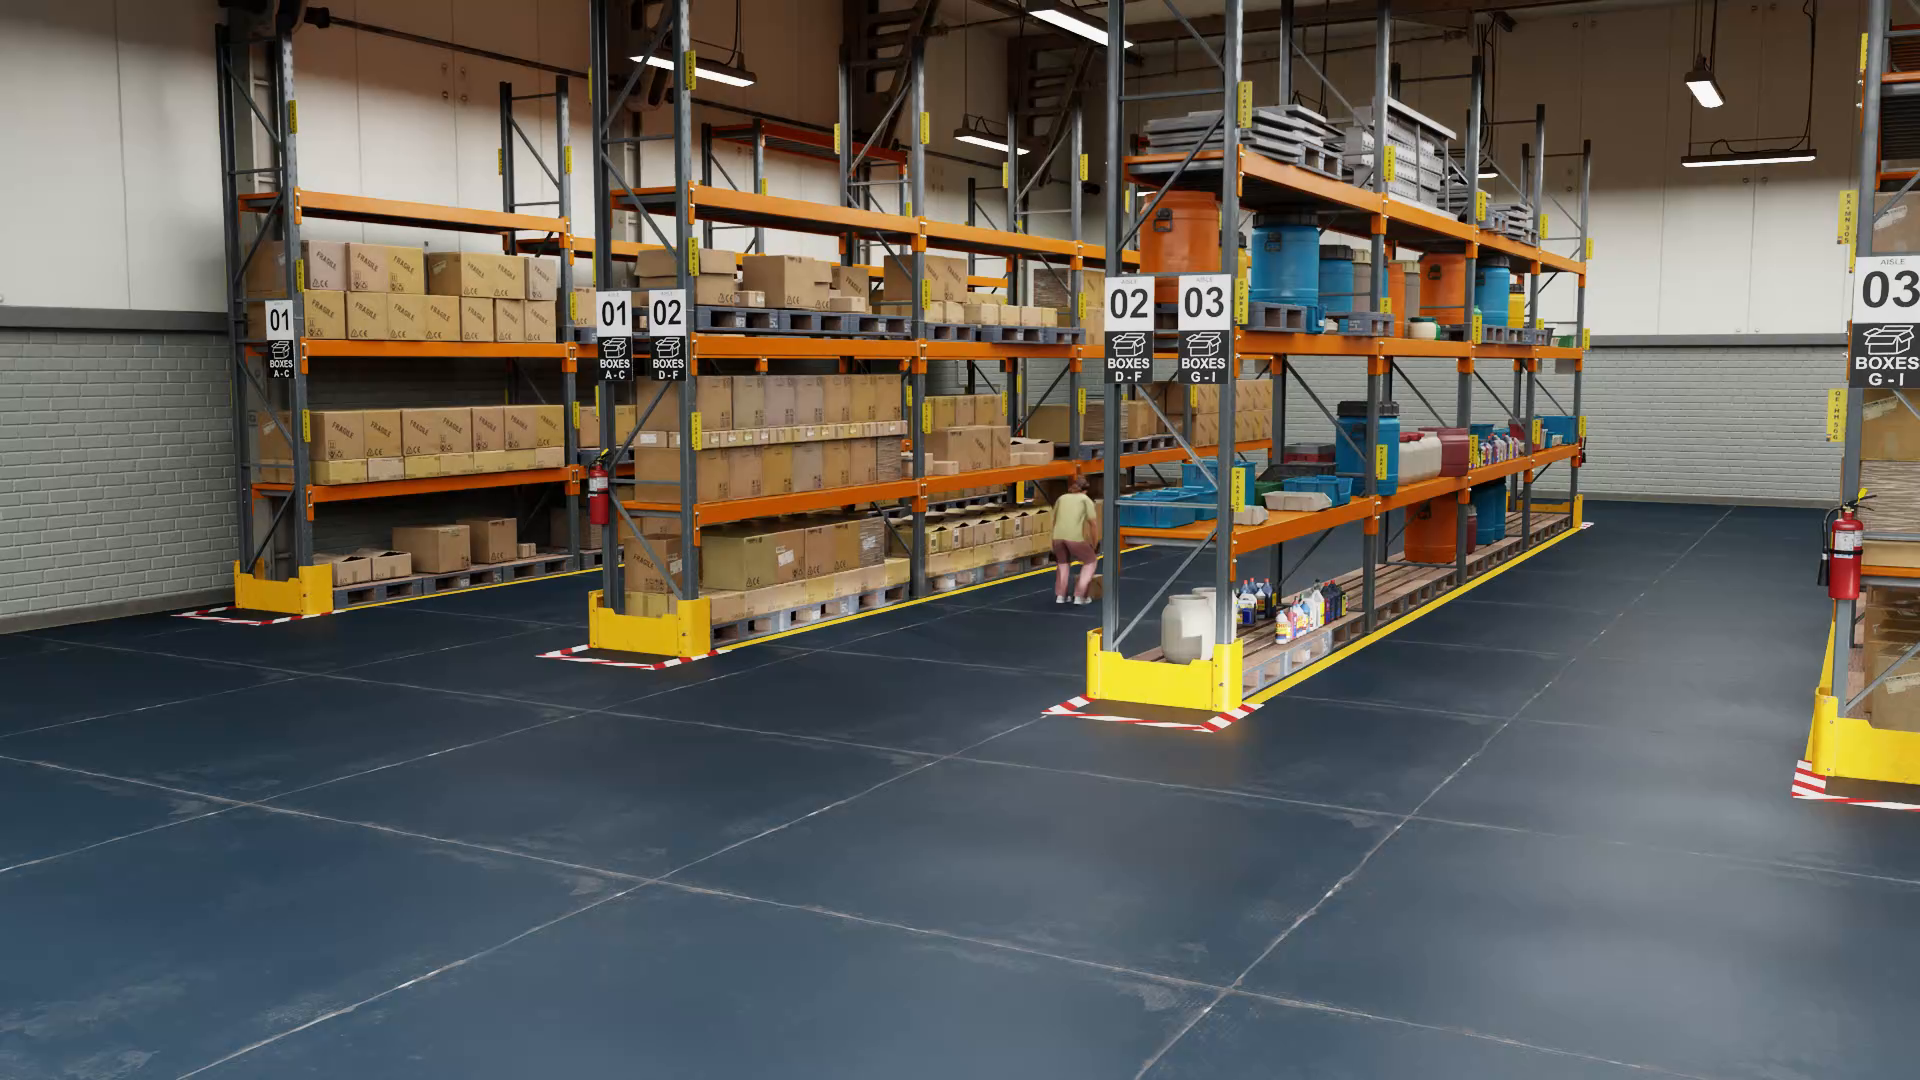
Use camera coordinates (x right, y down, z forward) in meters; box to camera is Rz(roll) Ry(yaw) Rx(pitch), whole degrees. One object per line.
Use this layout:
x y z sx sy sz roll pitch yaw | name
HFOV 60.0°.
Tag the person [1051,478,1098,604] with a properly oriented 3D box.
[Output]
1.205 0.011 17.882 0.511 1.333 0.667 3 7 29 | person
